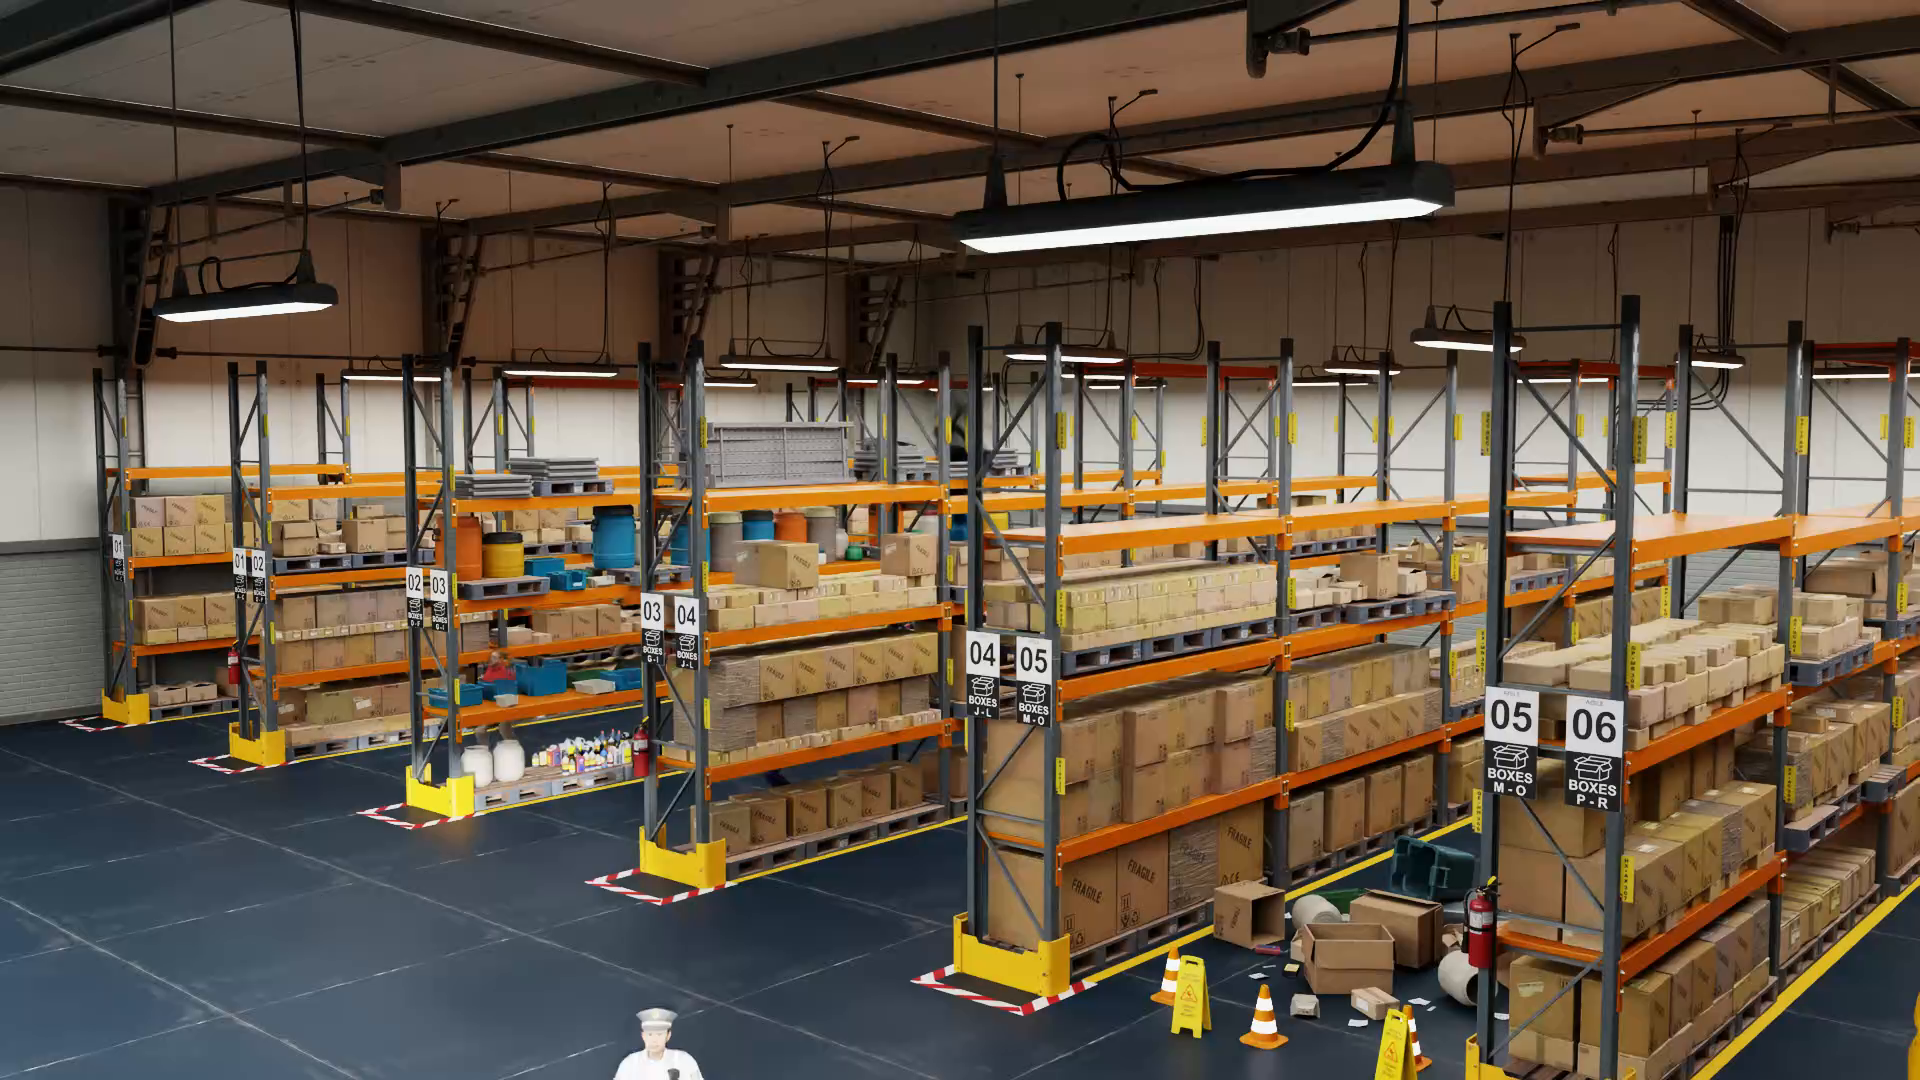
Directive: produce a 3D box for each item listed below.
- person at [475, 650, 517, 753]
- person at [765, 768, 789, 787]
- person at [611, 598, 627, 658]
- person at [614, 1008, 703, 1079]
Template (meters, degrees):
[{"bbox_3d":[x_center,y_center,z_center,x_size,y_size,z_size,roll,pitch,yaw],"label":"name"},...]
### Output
[{"bbox_3d":[-6.819,2.513,24.483,0.633,1.800,0.785,2,5,23],"label":"person"},{"bbox_3d":[-2.440,2.743,21.912,0.591,1.618,0.576,3,5,39],"label":"person"},{"bbox_3d":[-6.605,1.950,32.424,0.563,1.691,0.869,3,5,32],"label":"person"},{"bbox_3d":[-1.823,3.603,10.002,0.615,1.647,0.576,0,4,-3],"label":"person"}]
